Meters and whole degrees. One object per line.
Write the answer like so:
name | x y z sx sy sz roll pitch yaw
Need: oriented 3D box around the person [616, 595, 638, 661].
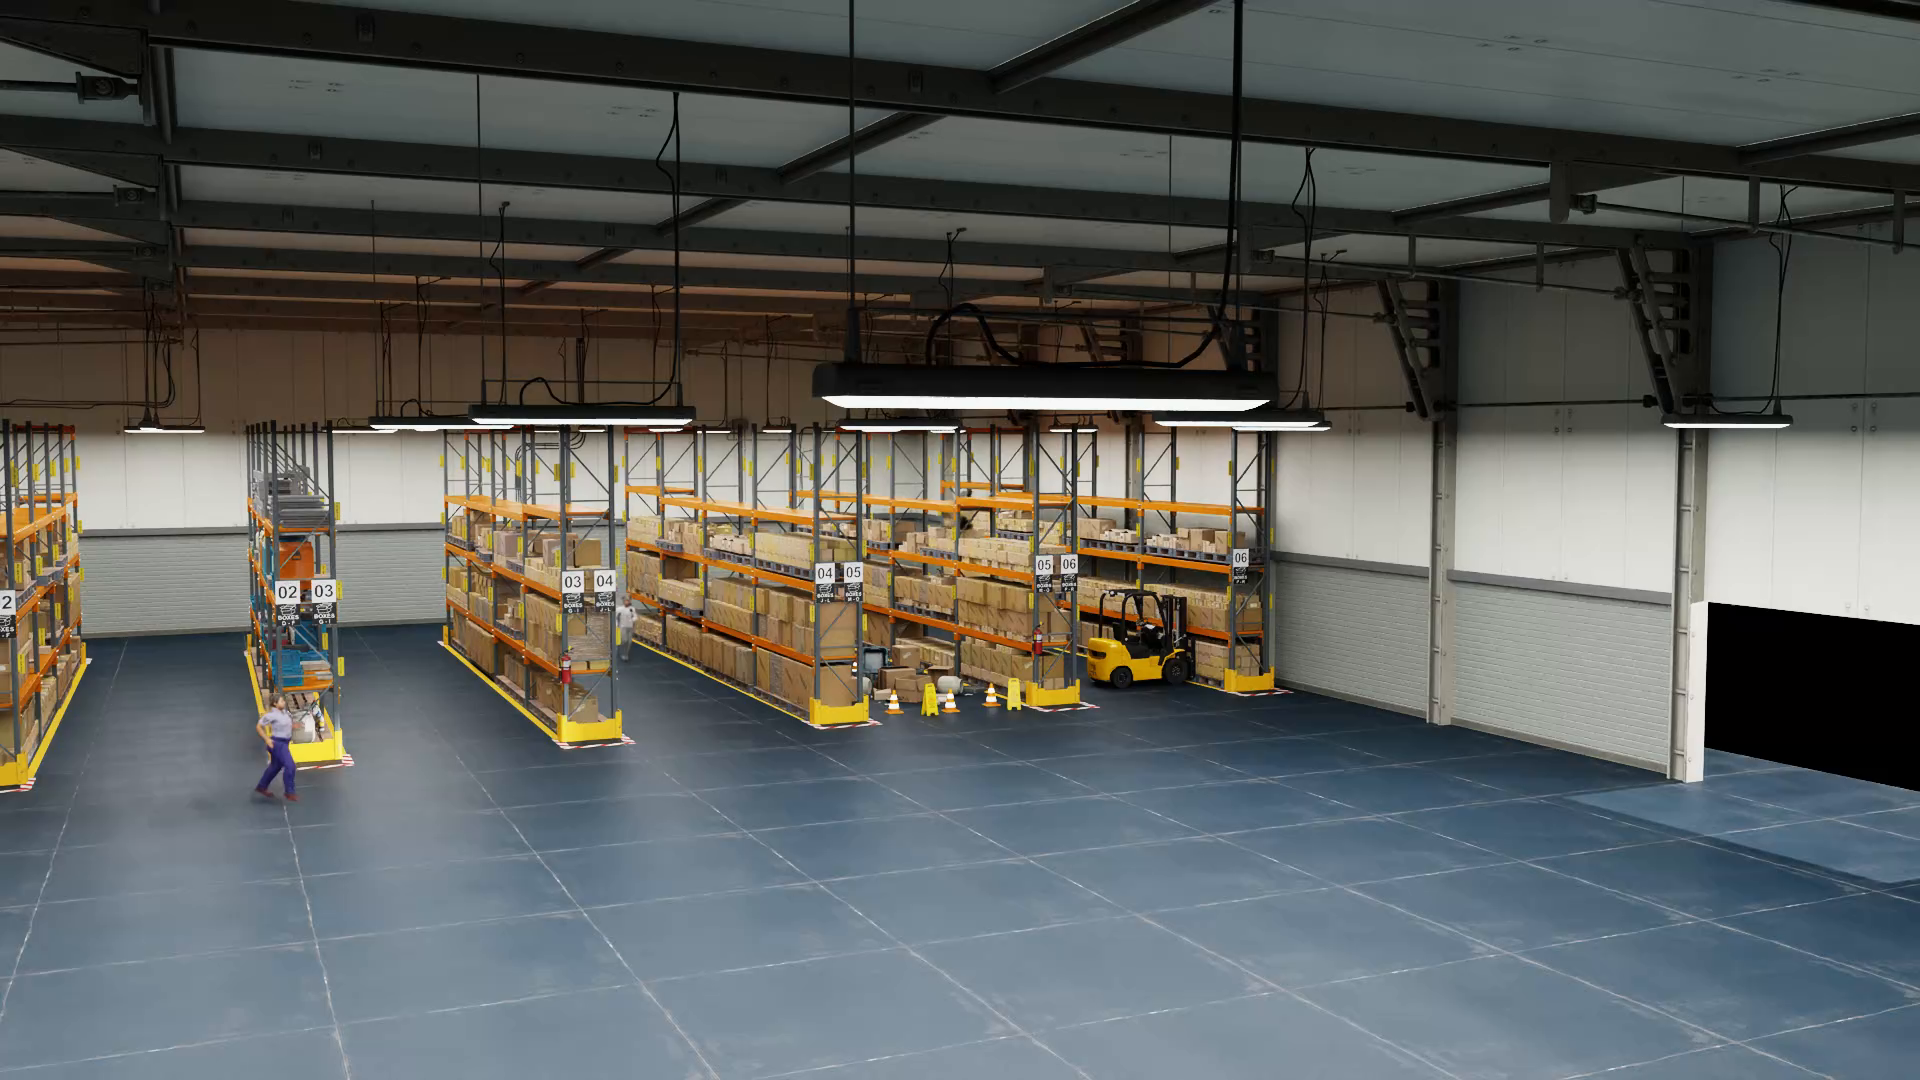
person | -8.470 2.236 42.251 0.591 1.670 0.640 -2 4 -26

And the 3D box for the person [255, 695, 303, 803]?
person | -10.692 3.275 26.052 0.770 1.703 0.580 0 4 -6

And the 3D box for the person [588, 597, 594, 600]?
person | -10.694 1.919 47.056 0.717 1.716 0.599 1 4 8
